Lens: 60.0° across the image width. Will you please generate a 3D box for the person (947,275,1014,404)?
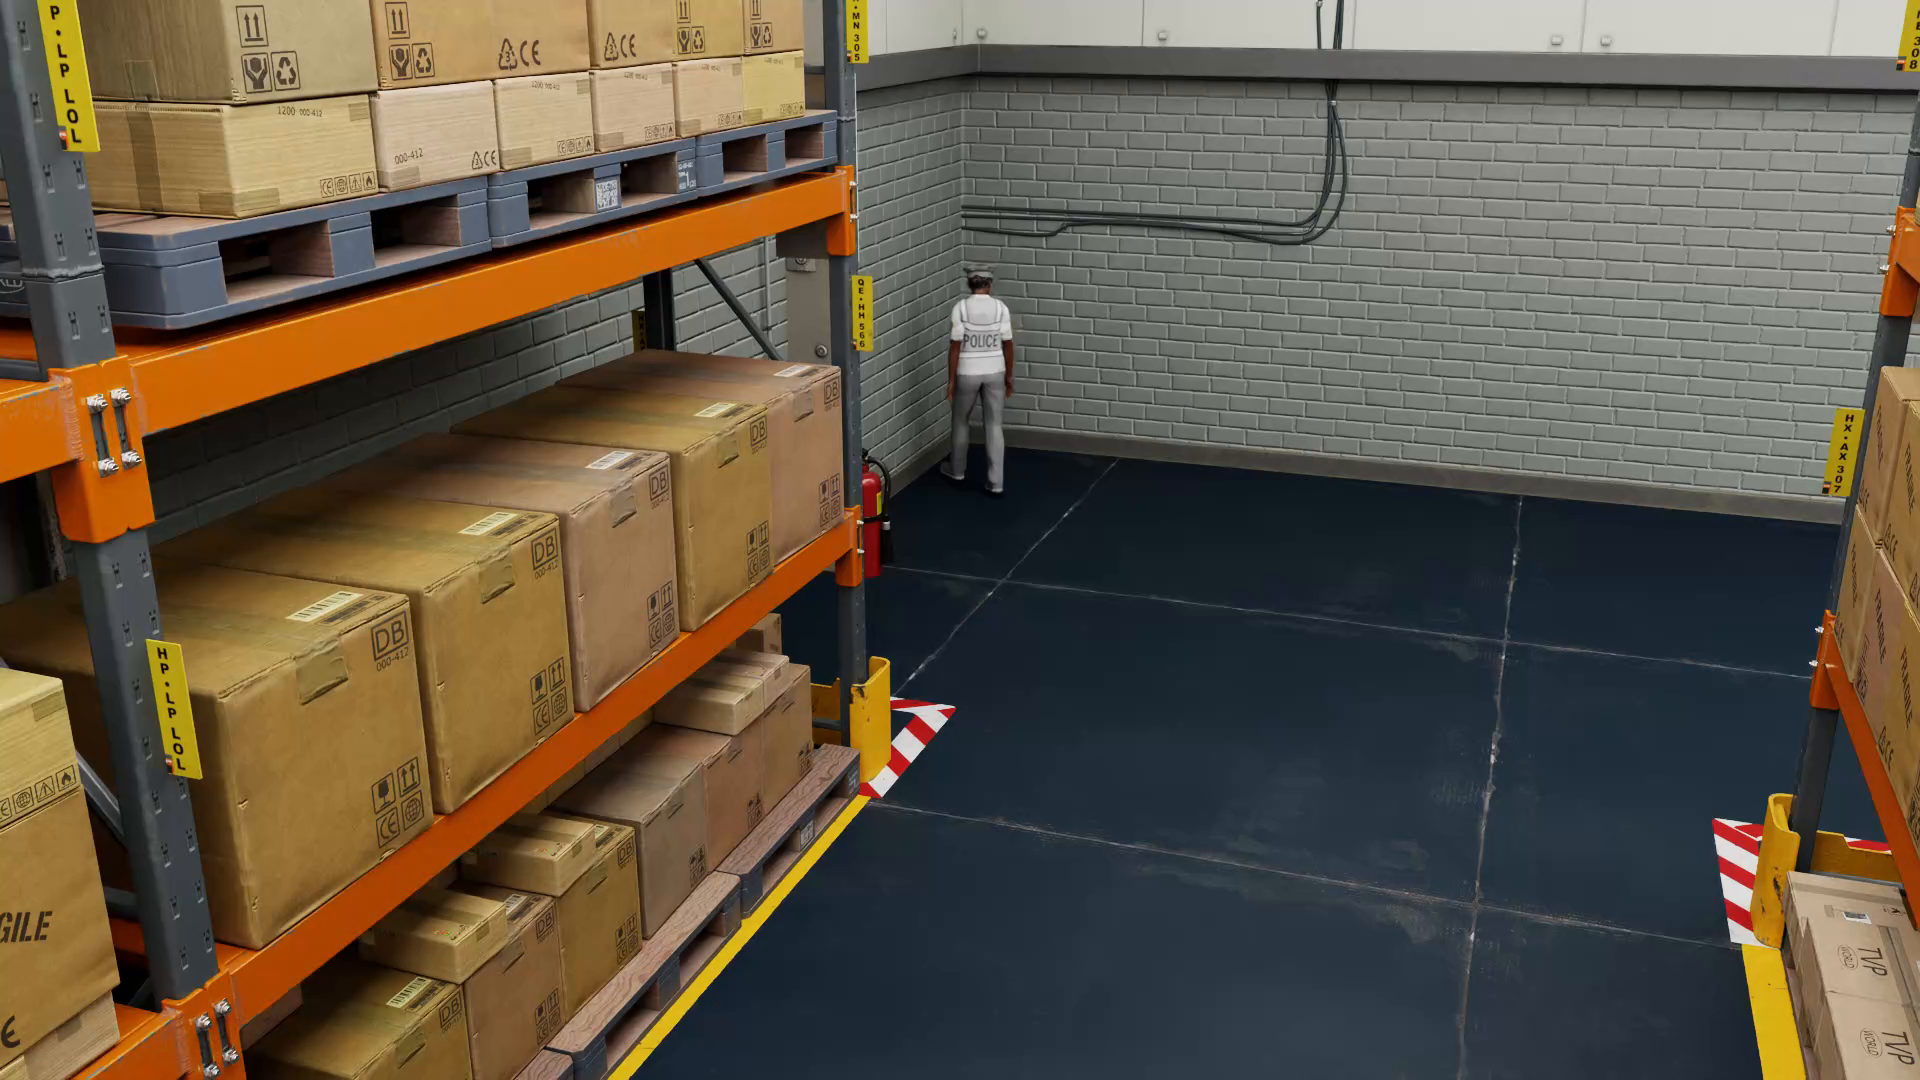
[{"bbox_3d":[0.141,-1.467,11.857,0.496,0.975,0.329,-3,19,-10],"label":"person"}]
